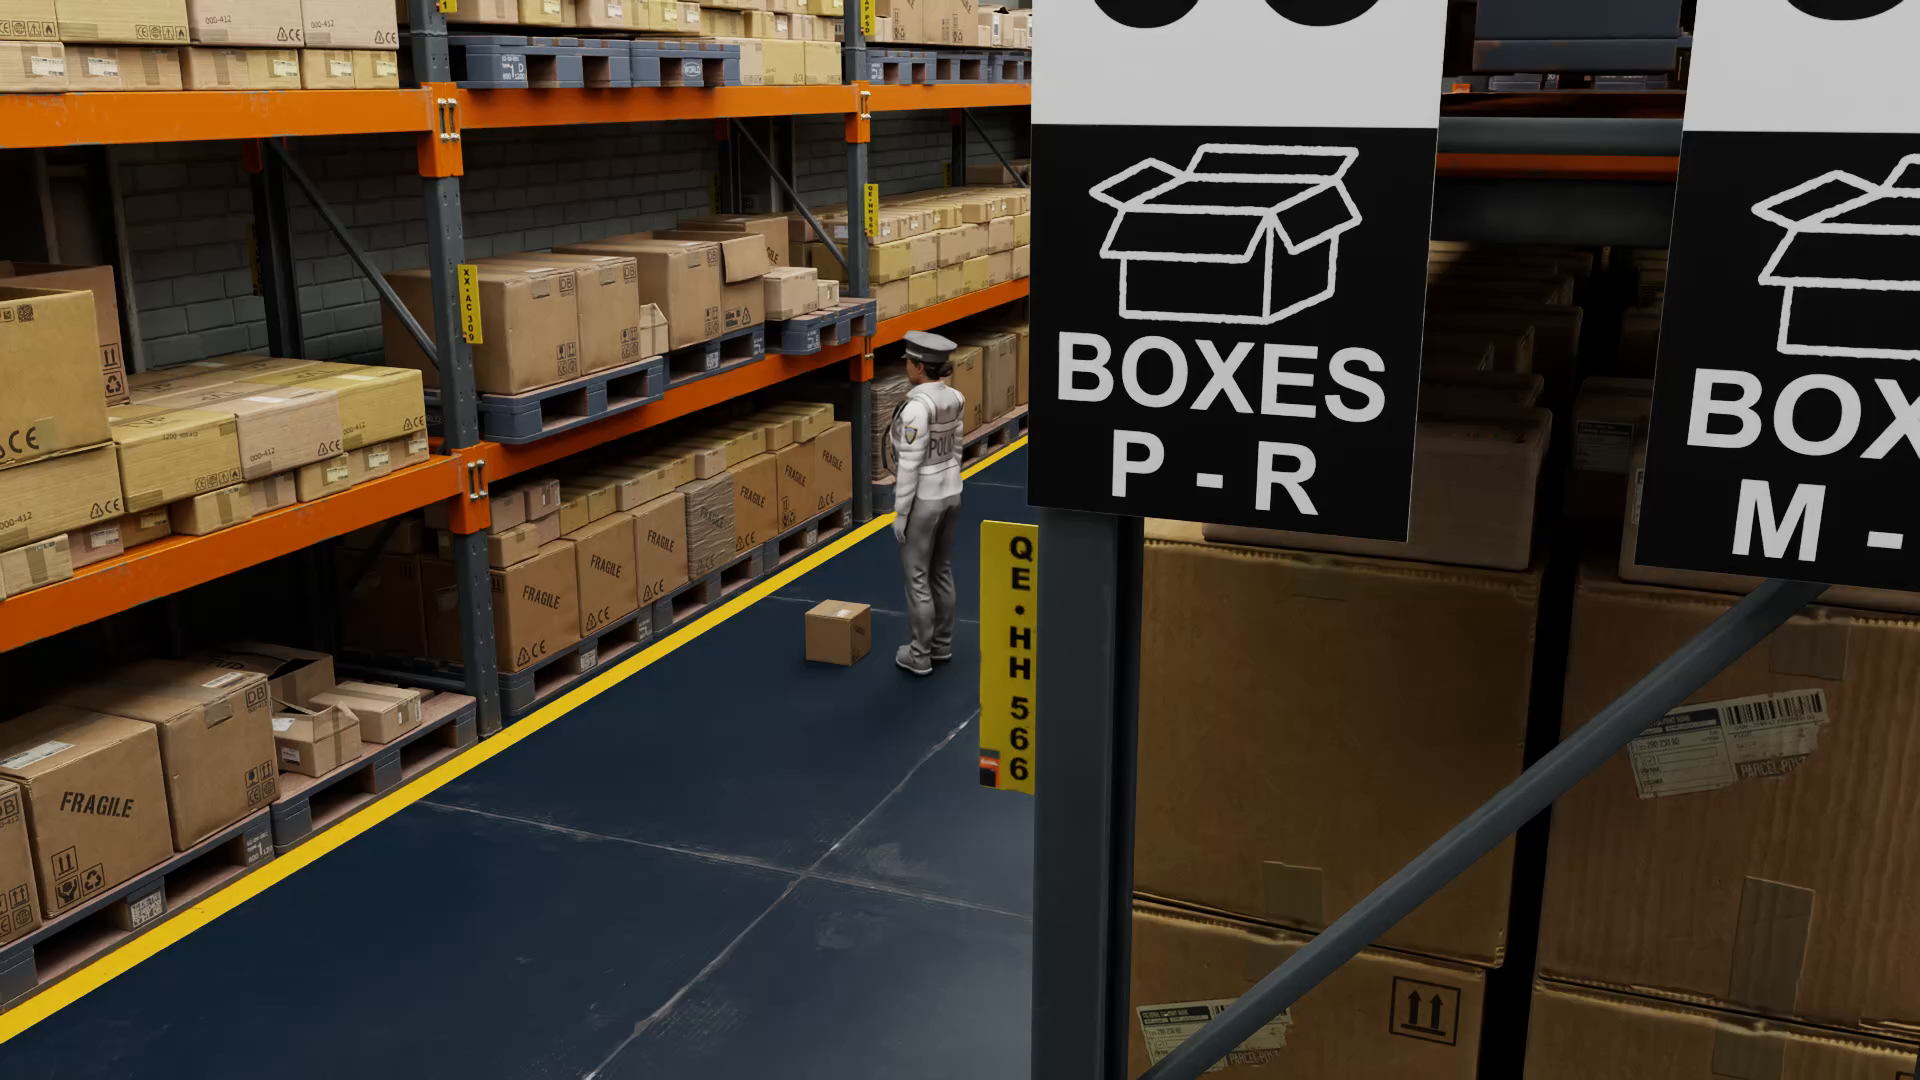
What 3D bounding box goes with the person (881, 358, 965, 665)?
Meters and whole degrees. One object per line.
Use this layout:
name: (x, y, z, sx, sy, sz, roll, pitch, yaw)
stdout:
person: (3.800, -0.743, 9.183, 5.894, 2.202, 6.601, 9, 18, 30)
